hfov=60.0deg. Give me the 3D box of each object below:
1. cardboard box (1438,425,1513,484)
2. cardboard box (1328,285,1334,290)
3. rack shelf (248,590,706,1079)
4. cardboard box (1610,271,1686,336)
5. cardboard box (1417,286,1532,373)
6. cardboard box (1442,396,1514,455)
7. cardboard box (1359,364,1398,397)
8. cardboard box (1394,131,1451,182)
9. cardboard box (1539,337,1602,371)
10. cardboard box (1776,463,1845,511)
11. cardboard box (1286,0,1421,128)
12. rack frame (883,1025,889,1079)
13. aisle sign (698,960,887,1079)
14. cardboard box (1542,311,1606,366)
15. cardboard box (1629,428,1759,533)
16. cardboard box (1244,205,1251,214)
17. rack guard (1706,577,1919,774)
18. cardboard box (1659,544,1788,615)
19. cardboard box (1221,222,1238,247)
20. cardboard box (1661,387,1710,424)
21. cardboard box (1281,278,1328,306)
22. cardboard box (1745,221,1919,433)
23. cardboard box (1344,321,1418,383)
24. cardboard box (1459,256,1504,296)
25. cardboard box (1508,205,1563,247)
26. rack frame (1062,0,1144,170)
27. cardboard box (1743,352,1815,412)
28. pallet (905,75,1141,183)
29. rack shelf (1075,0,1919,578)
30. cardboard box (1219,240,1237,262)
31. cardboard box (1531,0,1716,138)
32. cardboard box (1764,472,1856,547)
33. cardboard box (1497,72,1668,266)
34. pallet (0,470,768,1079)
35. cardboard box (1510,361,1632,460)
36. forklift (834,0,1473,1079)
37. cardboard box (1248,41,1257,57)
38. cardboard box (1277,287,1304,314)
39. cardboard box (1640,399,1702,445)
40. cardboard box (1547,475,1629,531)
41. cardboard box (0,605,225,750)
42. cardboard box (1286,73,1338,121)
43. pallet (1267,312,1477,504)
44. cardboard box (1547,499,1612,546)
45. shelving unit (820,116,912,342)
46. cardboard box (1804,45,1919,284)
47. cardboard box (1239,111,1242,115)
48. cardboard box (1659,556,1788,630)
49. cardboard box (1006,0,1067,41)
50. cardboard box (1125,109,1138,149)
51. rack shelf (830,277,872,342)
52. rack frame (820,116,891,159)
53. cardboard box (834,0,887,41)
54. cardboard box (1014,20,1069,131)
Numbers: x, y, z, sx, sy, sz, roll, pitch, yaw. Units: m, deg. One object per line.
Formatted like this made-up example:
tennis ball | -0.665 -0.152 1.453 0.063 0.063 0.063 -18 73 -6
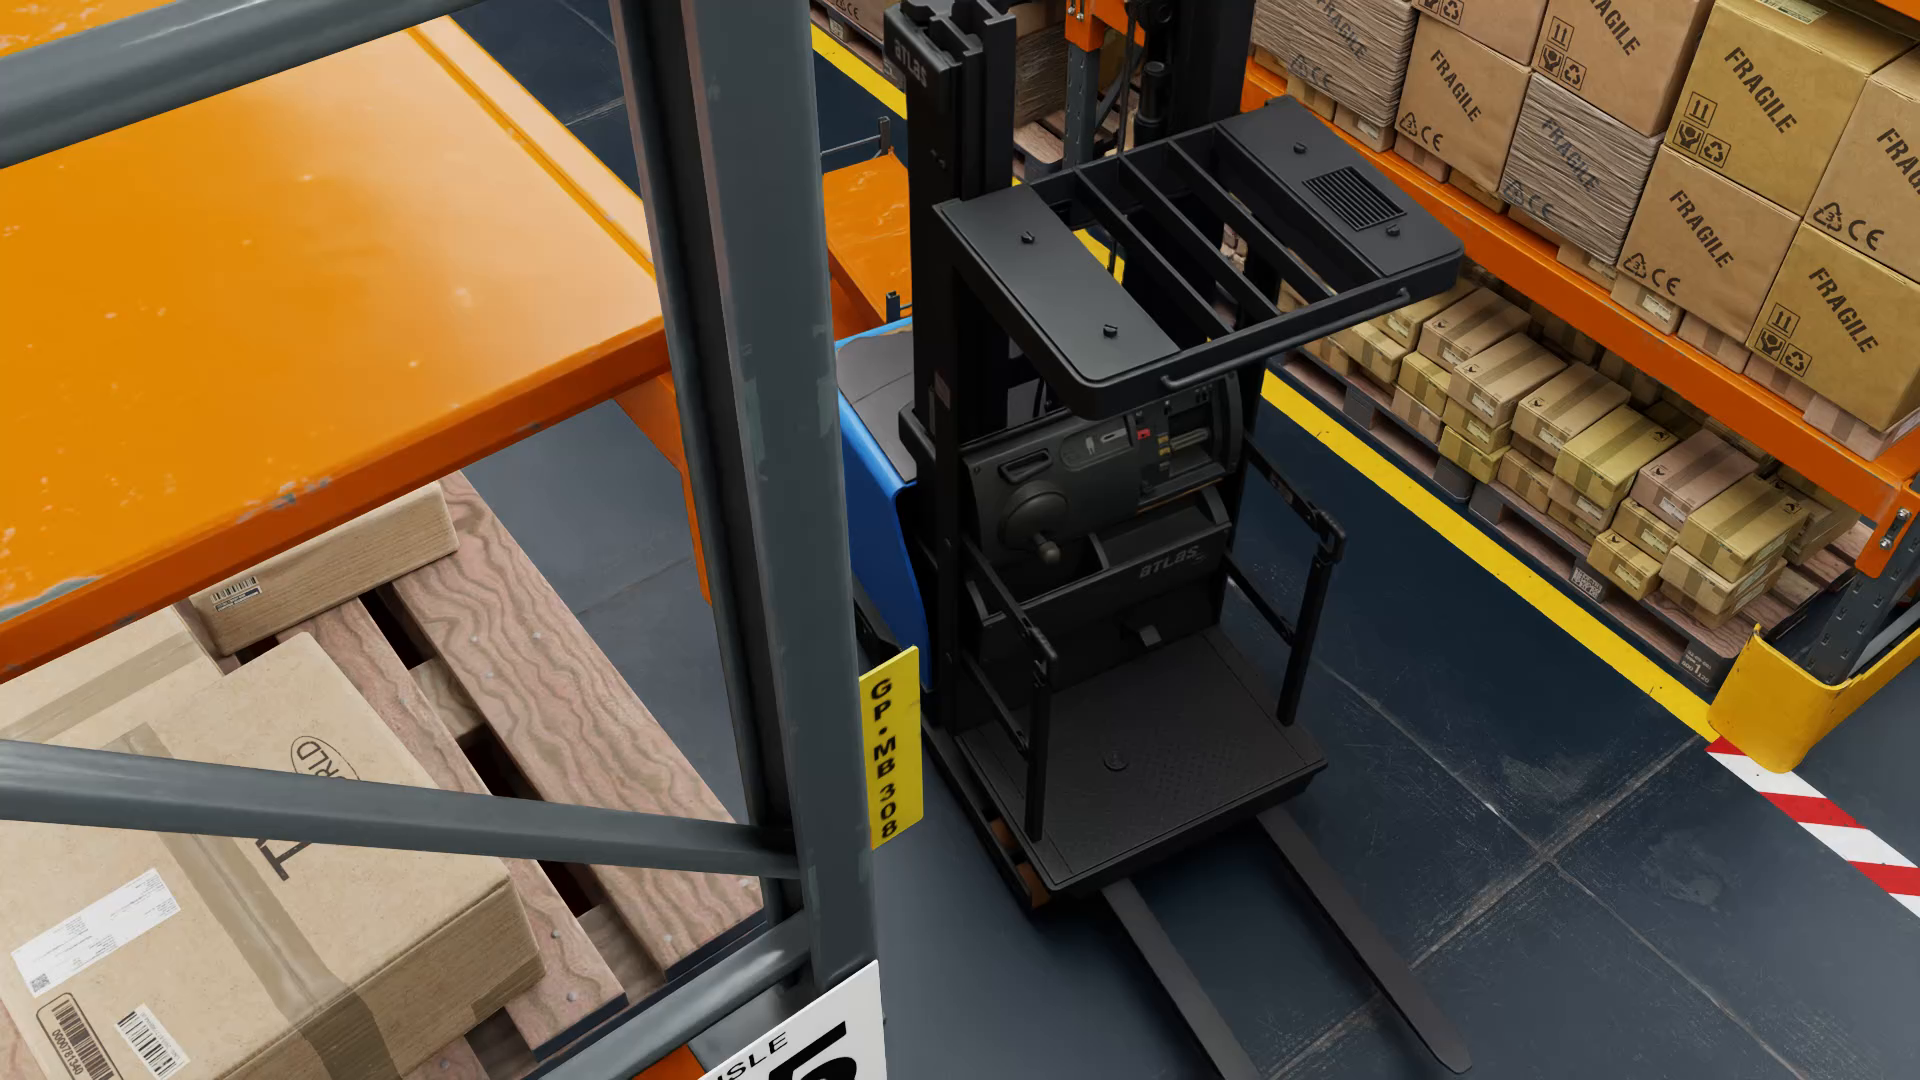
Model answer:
cardboard box | 2.172 -0.428 6.753 0.380 0.149 0.250 -32 55 -25
cardboard box | 1.778 -1.141 6.998 0.380 0.149 0.250 -32 55 -25
rack shelf | -1.741 -0.130 3.303 1.077 0.370 4.000 -29 54 -24
cardboard box | 2.469 -0.891 5.701 0.380 0.149 0.250 -28 54 -23
cardboard box | 2.077 -0.836 6.722 0.380 0.149 0.250 -31 55 -25
cardboard box | 2.162 -0.537 6.651 0.380 0.149 0.250 -29 54 -23
cardboard box | 1.929 -0.781 7.073 0.380 0.149 0.250 -28 54 -23
cardboard box | 1.873 -1.533 6.284 0.380 0.149 0.250 -27 53 -23
cardboard box | 2.591 -0.778 6.869 0.380 0.149 0.250 -32 55 -26
cardboard box | 3.302 -0.310 6.244 0.380 0.149 0.250 -32 55 -26
cardboard box | 1.608 -1.950 6.224 0.500 0.500 0.500 -31 55 -25
rack frame | -0.530 1.815 3.079 1.000 3.000 0.127 -29 54 -24
aisle sign | -0.256 0.854 2.195 0.394 0.787 0.004 -29 54 -24
cardboard box | 2.612 -0.901 6.780 0.380 0.149 0.250 -27 53 -23
cardboard box | 2.720 -0.221 6.164 0.380 0.149 0.250 -28 54 -23
cardboard box | 1.458 -1.451 7.279 0.380 0.149 0.250 -31 55 -25
rack guard | 3.303 0.330 6.113 1.175 0.500 0.348 -29 54 -24
cardboard box | 2.802 0.068 6.102 0.380 0.149 0.250 -31 55 -25
cardboard box | 1.292 -1.513 7.536 0.380 0.149 0.250 -30 54 -24
cardboard box | 2.988 -0.624 6.529 0.380 0.149 0.250 -30 54 -24
cardboard box | 1.601 -1.180 7.234 0.380 0.149 0.250 -27 53 -22
cardboard box | 2.872 -0.748 5.134 0.500 0.500 0.500 -28 54 -23
cardboard box | 1.833 -0.846 6.931 0.380 0.149 0.250 -29 54 -24
cardboard box | 2.261 -1.182 7.035 0.380 0.149 0.250 -29 54 -24
cardboard box | 2.216 -1.245 6.023 0.380 0.149 0.250 -32 55 -25
rack frame | 0.927 -2.824 7.284 1.000 3.000 0.127 -29 54 -24
cardboard box | 2.805 -0.610 5.446 0.380 0.149 0.250 -29 54 -24
pallet | 0.454 -2.345 8.733 1.003 0.211 1.213 -29 54 -24
rack shelf | 2.138 -1.403 6.481 1.077 0.370 4.000 -29 54 -24
cardboard box | 1.244 -1.368 7.605 0.380 0.149 0.250 -30 54 -24
cardboard box | 2.245 -1.694 5.317 0.500 0.500 0.500 -27 53 -22
cardboard box | 3.236 -0.173 6.321 0.380 0.149 0.250 -27 53 -23
cardboard box | 2.249 -1.349 5.679 0.500 0.500 0.500 -29 54 -24
pallet | -0.987 0.405 2.393 1.003 0.211 1.213 -29 54 -24
cardboard box | 2.356 -0.498 6.415 0.380 0.149 0.250 -31 55 -25
forklift | 0.551 -0.128 4.887 1.130 2.935 3.031 -21 51 -18
cardboard box | 1.256 -2.173 6.863 0.380 0.149 0.250 -32 55 -25
cardboard box | 1.628 -1.098 7.360 0.380 0.149 0.250 -32 55 -25
cardboard box | 2.896 -0.464 6.585 0.380 0.149 0.250 -29 54 -24
cardboard box | 2.486 -0.237 6.379 0.380 0.149 0.250 -32 55 -25
cardboard box | -1.191 0.281 2.263 0.380 0.149 0.250 -33 56 -27
cardboard box | 1.517 -1.832 6.554 0.380 0.149 0.250 -28 54 -23
pallet | 2.104 -0.787 7.320 1.003 0.211 1.213 -29 54 -24
cardboard box | 2.536 -0.166 6.516 0.380 0.149 0.250 -30 54 -24
shelving unit | -0.278 -0.928 6.831 0.538 1.125 1.048 -21 51 -18
cardboard box | 2.873 -1.093 4.772 0.500 0.500 0.500 -30 55 -25
cardboard box | 1.349 -2.114 7.880 0.380 0.149 0.250 -28 54 -23
cardboard box | 2.864 0.135 6.243 0.380 0.149 0.250 -29 54 -23
cardboard box | 0.274 -2.703 8.072 0.500 0.250 0.500 -31 55 -25
cardboard box | 0.970 -1.911 7.696 0.380 0.149 0.250 -27 53 -23
rack shelf | -0.278 -0.764 7.012 0.538 0.278 1.000 -21 51 -18
rack frame | -0.514 -1.262 7.134 0.500 1.125 0.032 -21 51 -18
cardboard box | -0.340 -3.056 8.898 0.500 0.500 0.500 -31 55 -25
cardboard box | 0.278 -2.448 8.348 0.500 0.500 0.500 -30 55 -25
